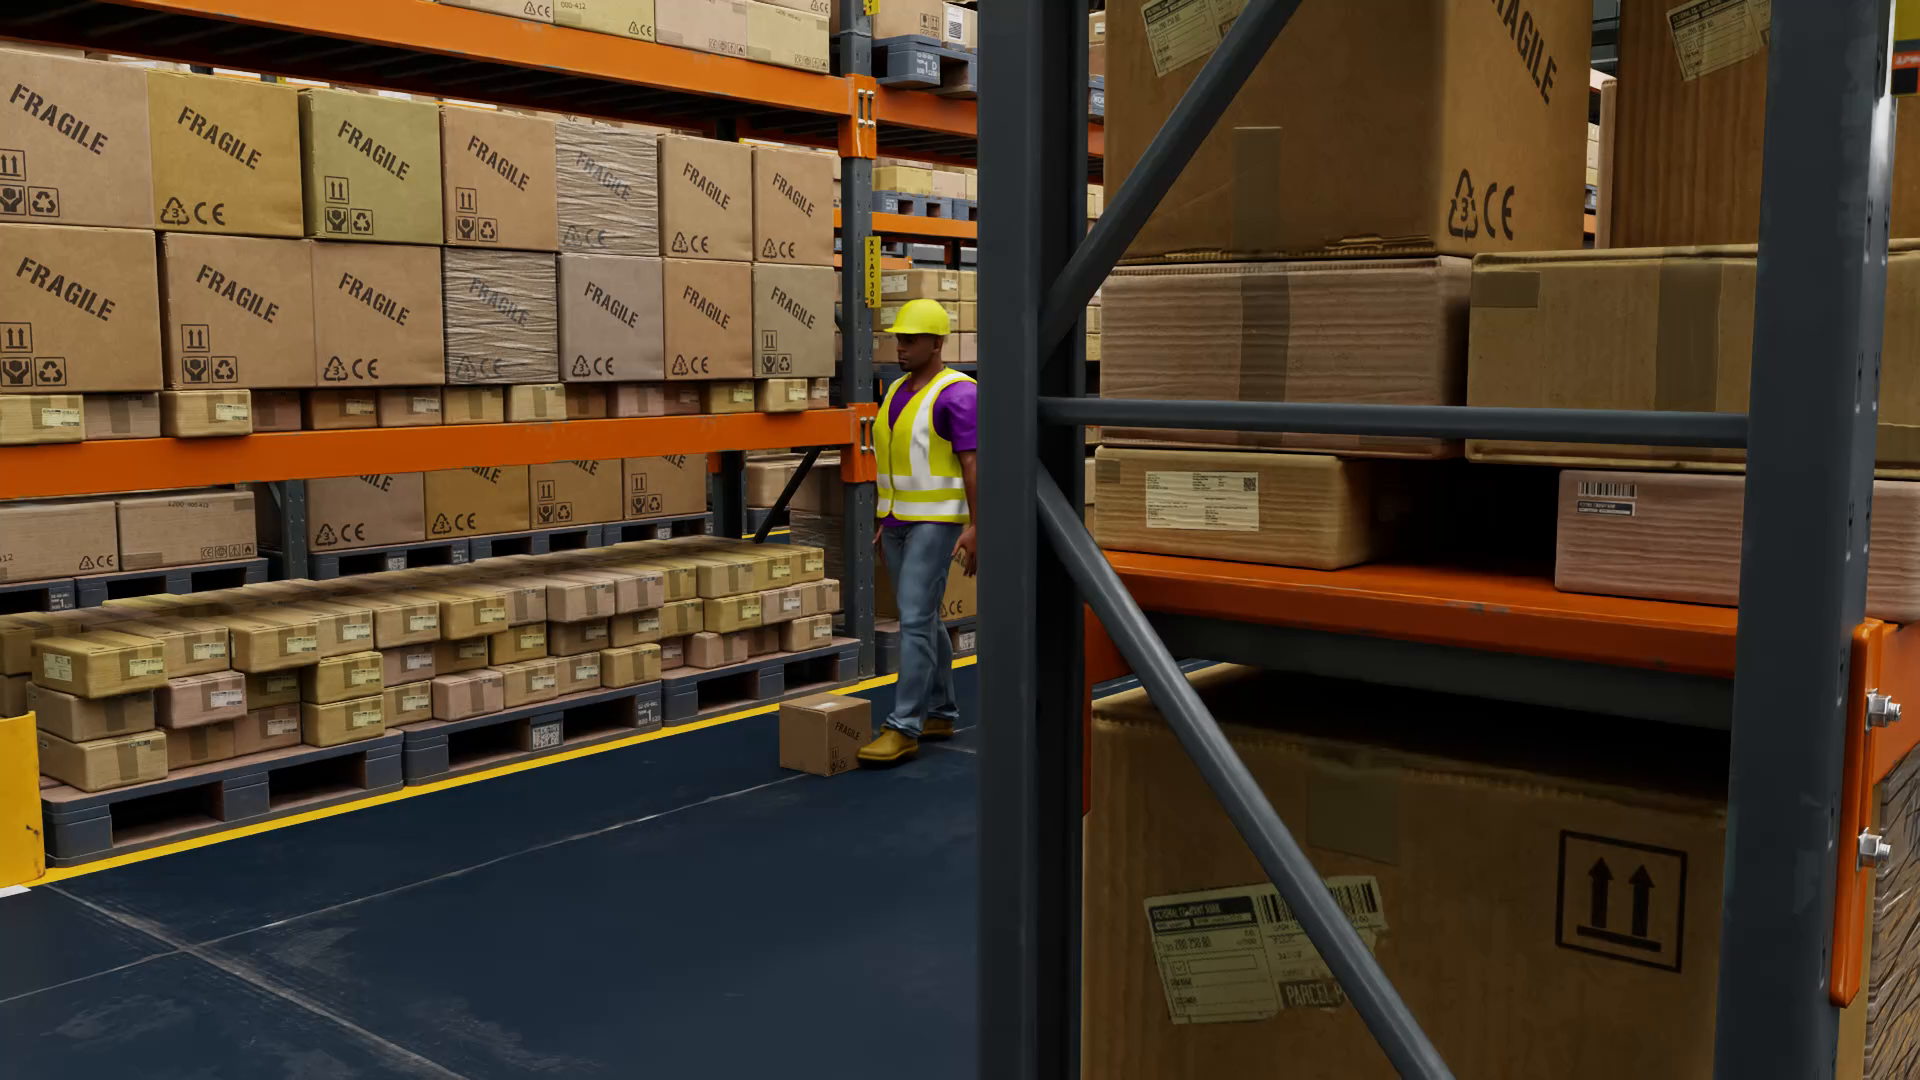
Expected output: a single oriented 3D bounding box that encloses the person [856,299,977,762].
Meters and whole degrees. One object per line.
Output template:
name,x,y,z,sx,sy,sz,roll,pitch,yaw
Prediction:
person,-0.242,-0.056,6.506,0.643,1.760,0.621,-5,8,-36
